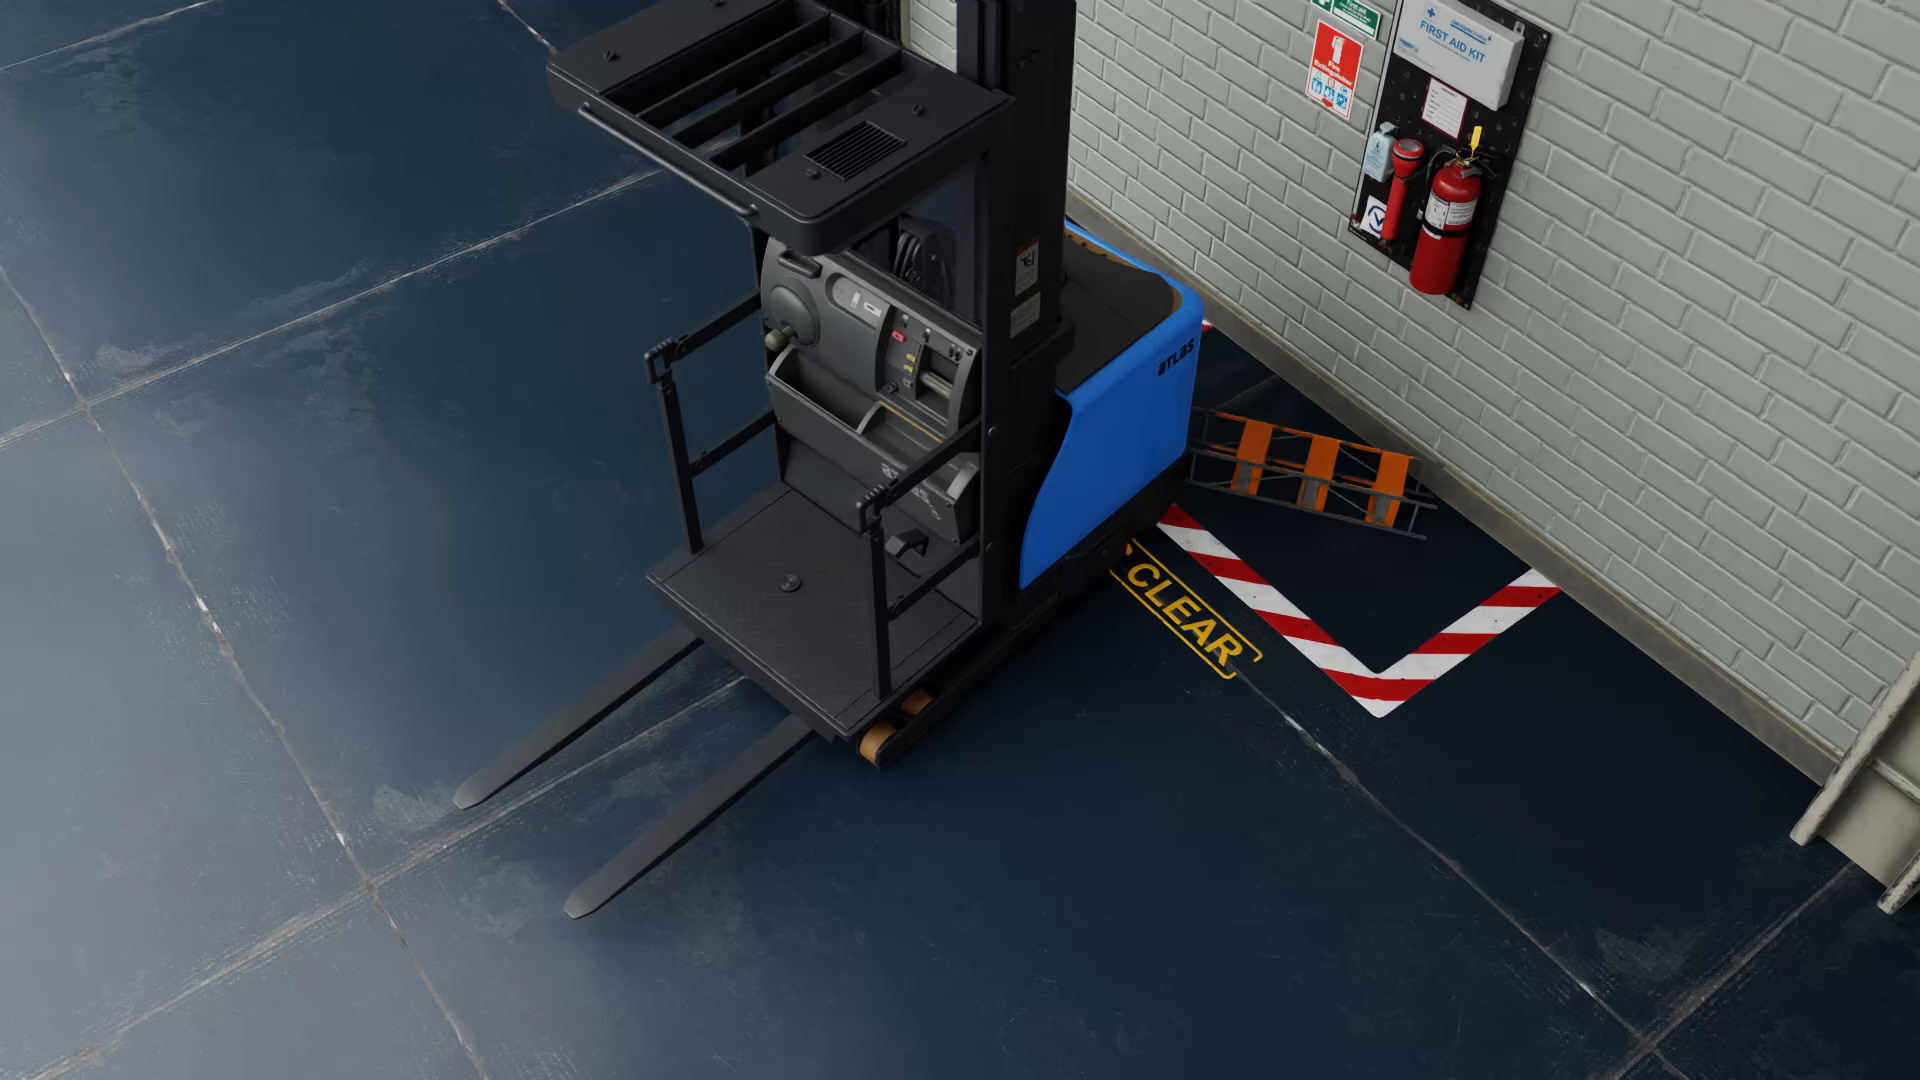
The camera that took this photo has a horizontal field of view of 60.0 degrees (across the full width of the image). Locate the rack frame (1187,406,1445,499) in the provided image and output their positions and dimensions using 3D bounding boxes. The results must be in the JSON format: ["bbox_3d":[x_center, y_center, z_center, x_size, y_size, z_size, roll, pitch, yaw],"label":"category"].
[{"bbox_3d":[1.466,-0.367,6.923,1.050,0.200,0.008,14,50,11],"label":"rack frame"}]

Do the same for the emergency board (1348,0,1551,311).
[{"bbox_3d":[1.672,-1.401,5.994,0.194,1.169,0.643,-29,54,-24],"label":"emergency board"}]

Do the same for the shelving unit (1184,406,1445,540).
[{"bbox_3d":[1.428,-0.280,6.845,1.050,0.215,0.252,14,50,11],"label":"shelving unit"}]

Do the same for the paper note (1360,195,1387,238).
[{"bbox_3d":[1.620,-1.240,6.443,0.016,0.148,0.142,-29,54,-24],"label":"paper note"}]

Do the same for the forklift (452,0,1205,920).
[{"bbox_3d":[-0.452,-0.603,5.317,1.130,2.935,3.031,35,56,27],"label":"forklift"}]

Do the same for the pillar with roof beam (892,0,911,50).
[{"bbox_3d":[-3.921,-3.548,3.891,9.100,9.000,0.400,-29,54,-24],"label":"pillar with roof beam"}]

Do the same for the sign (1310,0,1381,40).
[{"bbox_3d":[1.415,-1.956,6.116,0.001,0.109,0.331,-29,54,-24],"label":"sign"}]

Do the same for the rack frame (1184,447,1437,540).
[{"bbox_3d":[1.391,-0.194,6.767,1.050,0.200,0.008,14,50,11],"label":"rack frame"}]

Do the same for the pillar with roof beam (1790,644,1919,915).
[{"bbox_3d":[-0.288,-0.010,0.684,9.100,9.000,0.400,-29,54,-24],"label":"pillar with roof beam"}]

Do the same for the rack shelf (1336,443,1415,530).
[{"bbox_3d":[1.688,-0.215,6.793,0.259,0.215,0.240,14,50,11],"label":"rack shelf"}]

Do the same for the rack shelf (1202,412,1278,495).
[{"bbox_3d":[1.154,-0.350,6.900,0.259,0.215,0.240,14,50,11],"label":"rack shelf"}]

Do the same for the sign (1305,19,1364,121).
[{"bbox_3d":[1.419,-1.785,6.318,0.001,0.329,0.234,-29,54,-24],"label":"sign"}]

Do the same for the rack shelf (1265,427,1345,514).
[{"bbox_3d":[1.418,-0.283,6.847,0.259,0.215,0.240,14,50,11],"label":"rack shelf"}]
